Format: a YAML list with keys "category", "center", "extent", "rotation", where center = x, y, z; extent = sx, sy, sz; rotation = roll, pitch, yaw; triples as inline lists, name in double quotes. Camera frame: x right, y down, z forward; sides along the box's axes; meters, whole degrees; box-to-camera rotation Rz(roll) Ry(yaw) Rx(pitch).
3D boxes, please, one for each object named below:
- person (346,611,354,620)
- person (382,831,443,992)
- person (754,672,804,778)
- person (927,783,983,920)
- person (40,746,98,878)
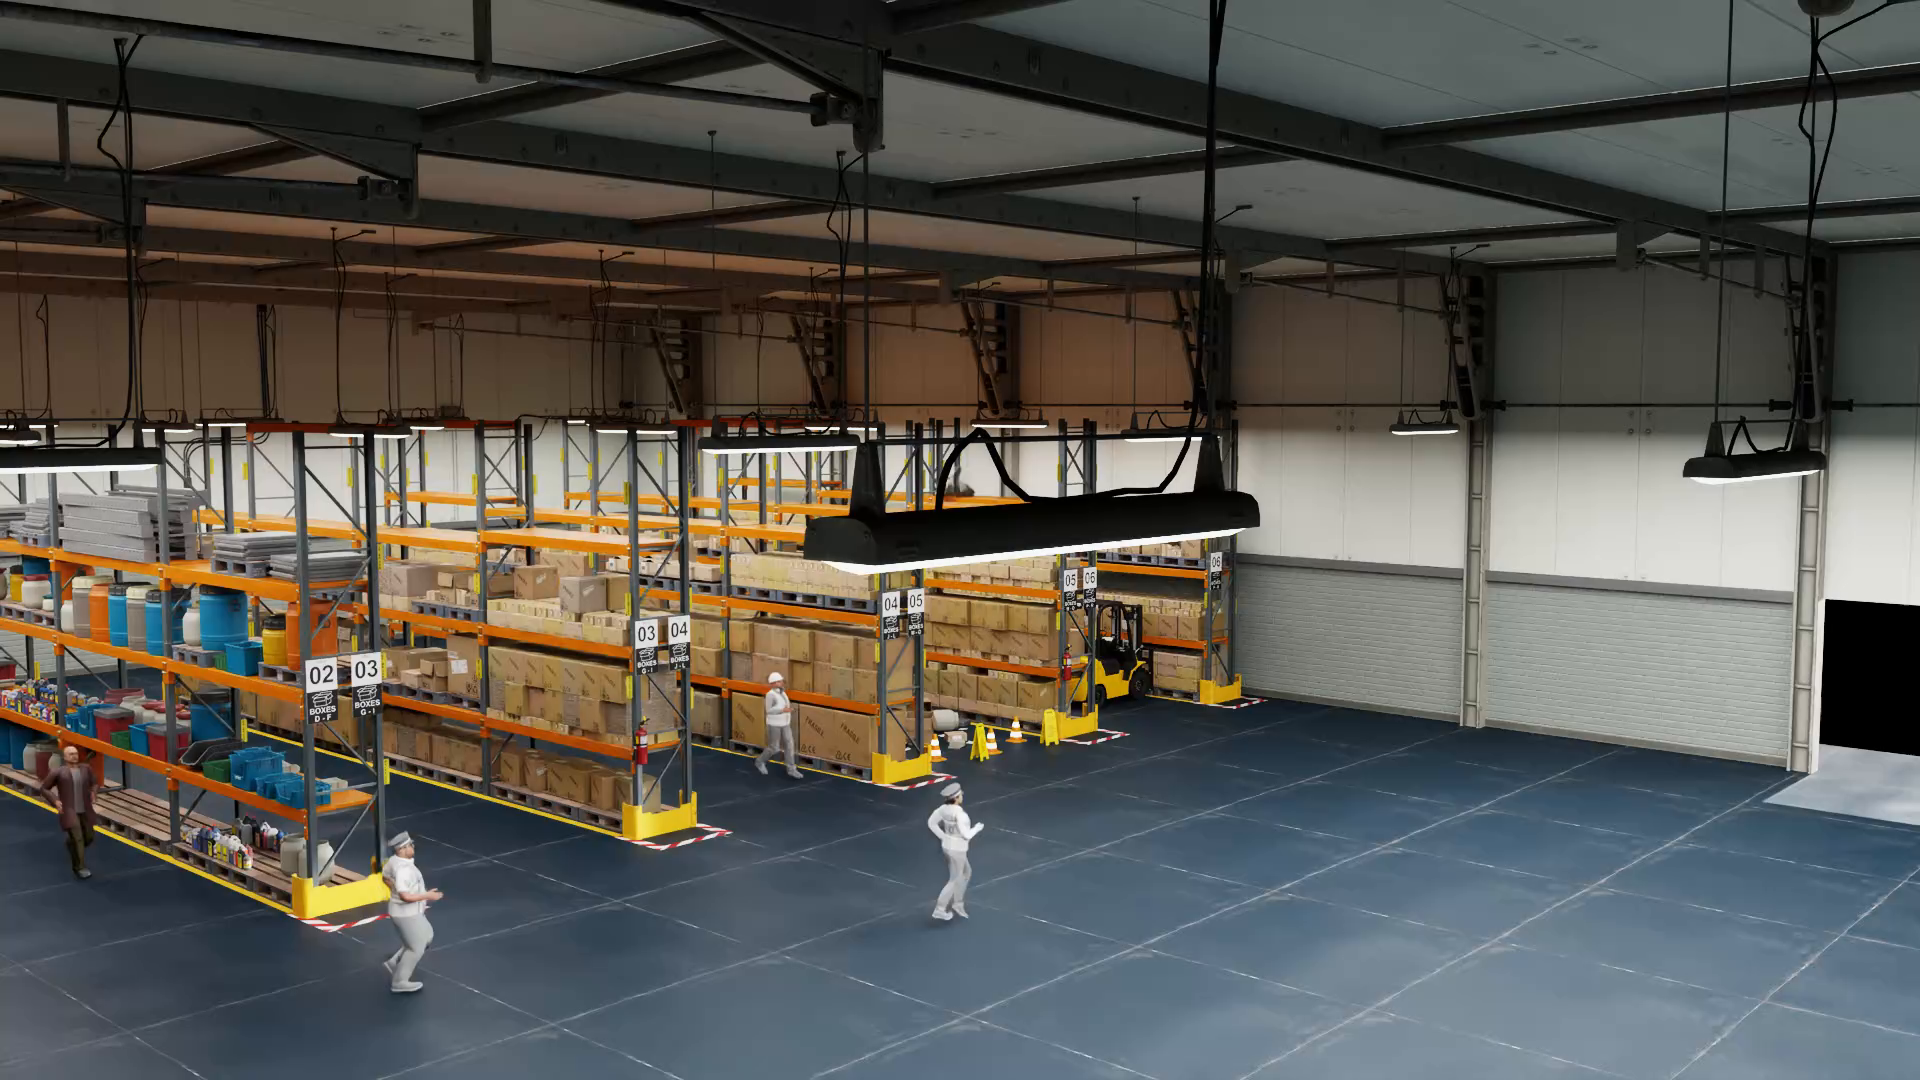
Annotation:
- category: "person"
  center: [-14.220, 2.376, 38.616]
  extent: [0.617, 1.613, 0.504]
  rotation: [2, 5, 25]
- category: "person"
  center: [-5.898, 3.988, 17.948]
  extent: [0.588, 1.732, 0.652]
  rotation: [-2, 5, -24]
- category: "person"
  center: [-3.064, 3.118, 28.096]
  extent: [0.906, 1.767, 0.661]
  rotation: [2, 5, 28]
- category: "person"
  center: [-0.049, 3.825, 20.350]
  extent: [0.684, 1.734, 0.592]
  rotation: [-2, 5, -26]
- category: "person"
  center: [-11.930, 3.635, 22.360]
  extent: [0.833, 1.736, 0.716]
  rotation: [4, 6, 38]
